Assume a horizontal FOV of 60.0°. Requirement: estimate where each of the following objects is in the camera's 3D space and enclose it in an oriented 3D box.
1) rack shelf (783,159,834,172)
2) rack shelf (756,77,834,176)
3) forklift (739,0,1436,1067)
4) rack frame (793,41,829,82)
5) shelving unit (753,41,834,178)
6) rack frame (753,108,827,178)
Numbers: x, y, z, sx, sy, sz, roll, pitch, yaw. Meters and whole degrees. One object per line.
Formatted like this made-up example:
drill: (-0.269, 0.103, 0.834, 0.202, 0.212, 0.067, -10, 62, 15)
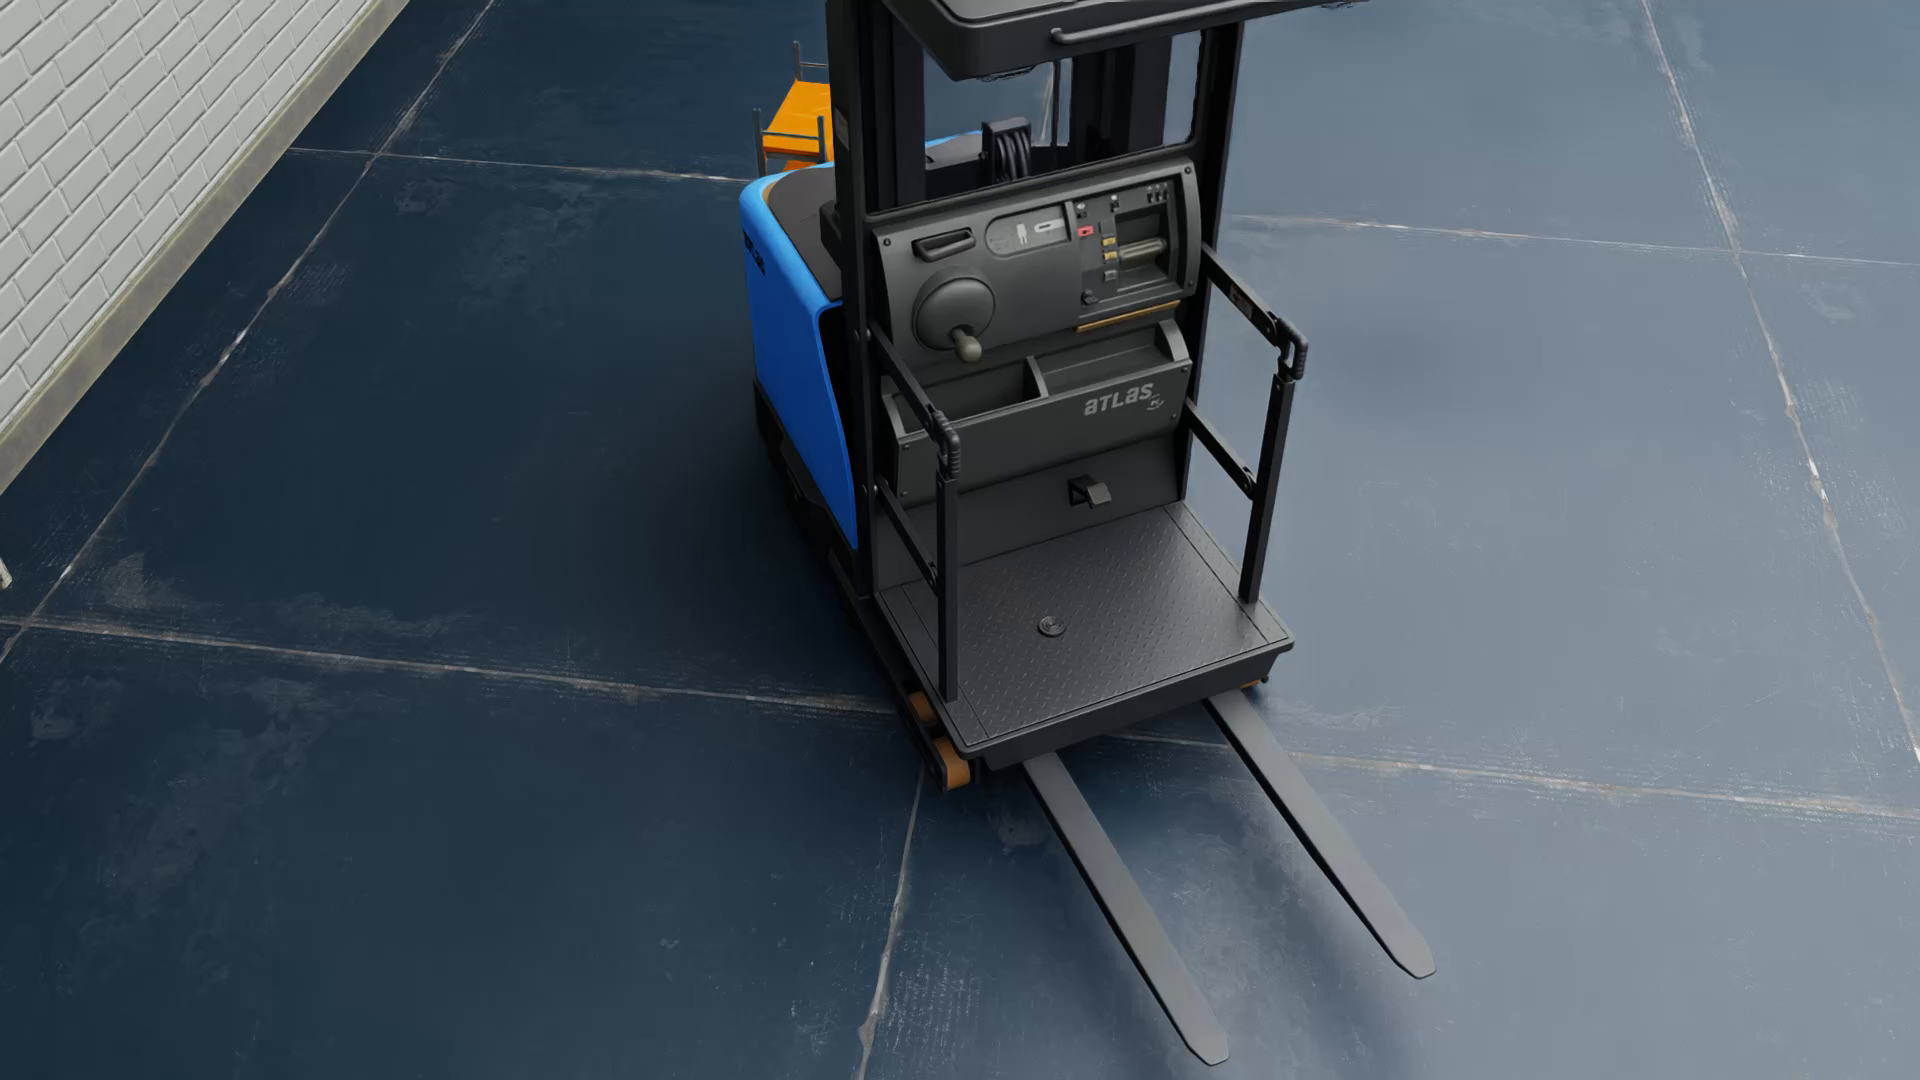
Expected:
rack shelf: (-0.518, -1.254, 5.974, 0.258, 0.148, 0.480, 8, 44, 8)
rack shelf: (-0.518, -1.425, 5.811, 0.258, 0.148, 0.480, 8, 44, 8)
forklift: (0.313, -0.660, 4.316, 1.130, 2.935, 3.031, -17, 46, -17)
rack frame: (-0.469, -1.304, 6.255, 0.240, 1.200, 0.015, 8, 44, 8)
shelving unit: (-0.518, -1.140, 6.081, 0.258, 1.200, 0.503, 8, 44, 8)
rack frame: (-0.567, -0.976, 5.908, 0.240, 1.200, 0.015, 8, 44, 8)
